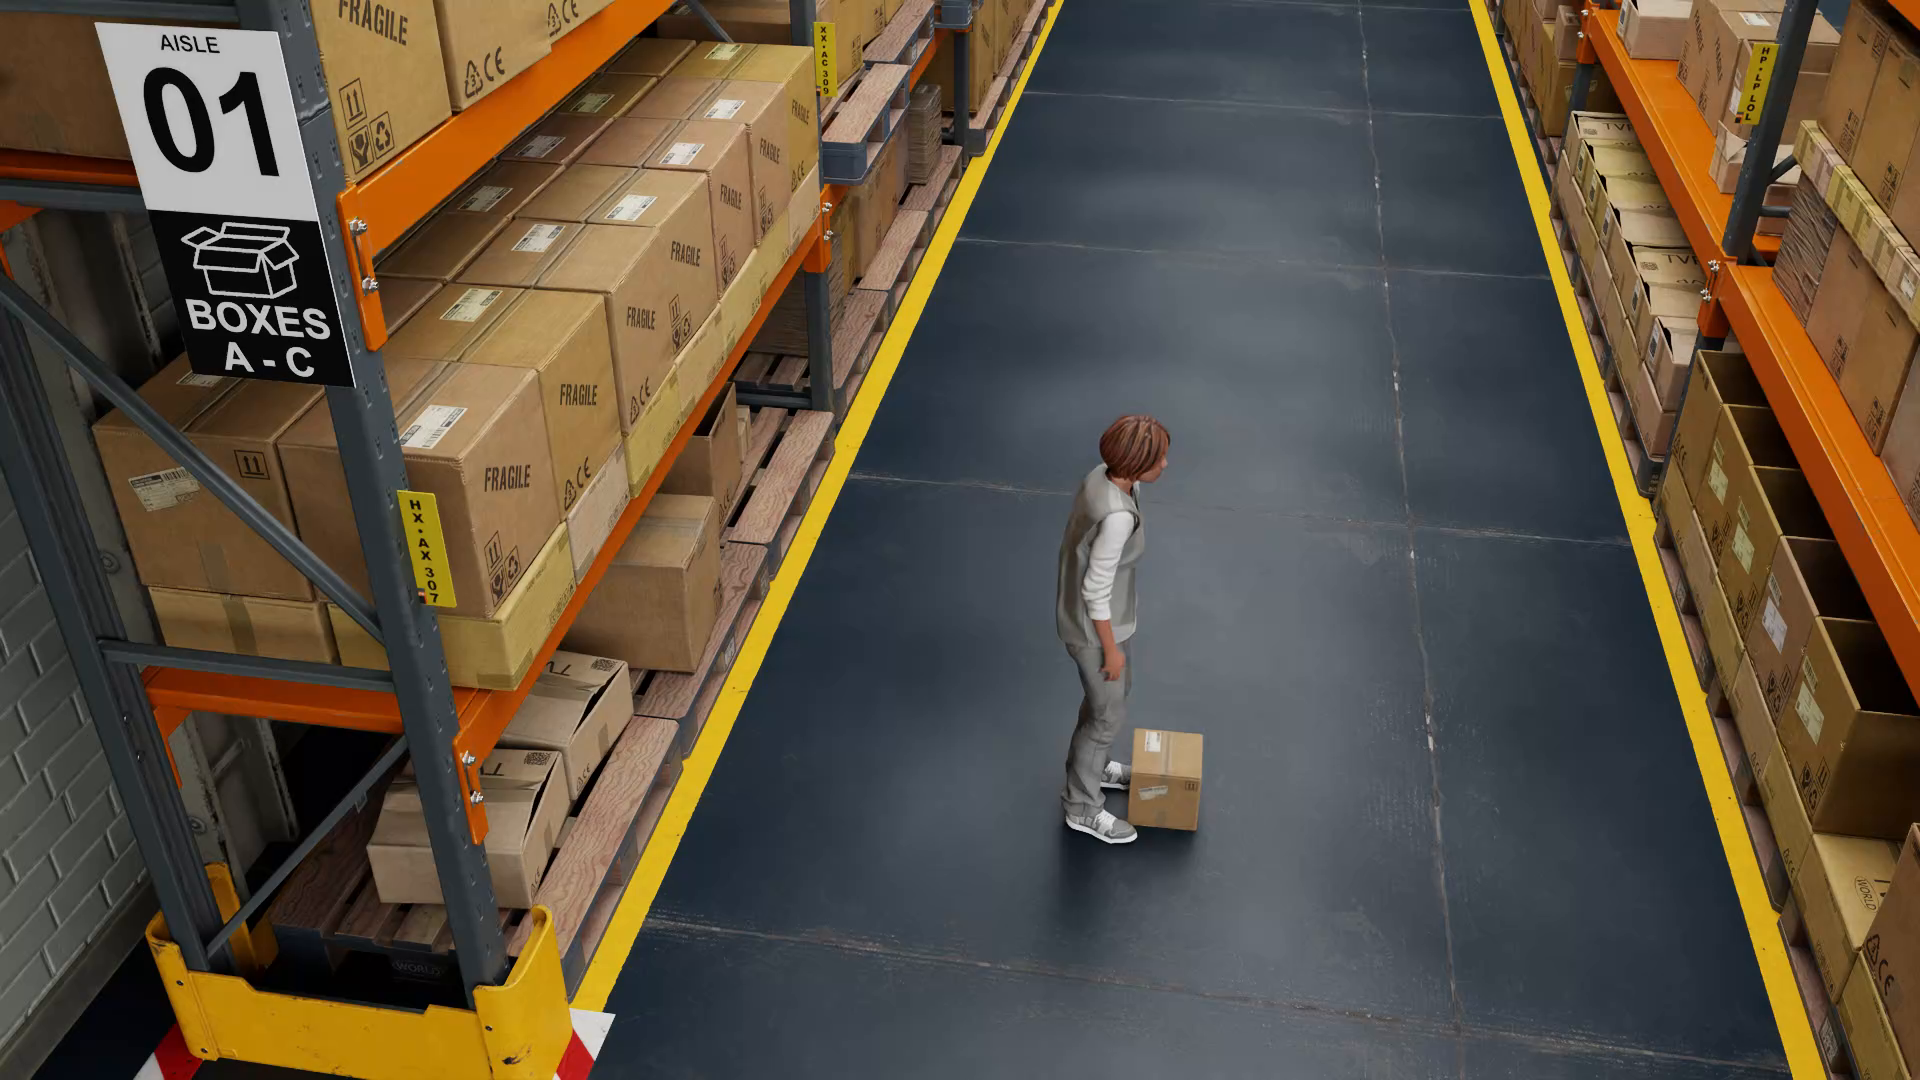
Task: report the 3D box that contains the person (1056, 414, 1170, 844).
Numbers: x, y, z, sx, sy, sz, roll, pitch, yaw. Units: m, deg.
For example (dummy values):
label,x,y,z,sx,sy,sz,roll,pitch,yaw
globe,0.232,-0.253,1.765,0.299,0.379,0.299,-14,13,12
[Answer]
label,x,y,z,sx,sy,sz,roll,pitch,yaw
person,0.501,0.288,5.704,0.348,1.591,0.478,3,33,5
